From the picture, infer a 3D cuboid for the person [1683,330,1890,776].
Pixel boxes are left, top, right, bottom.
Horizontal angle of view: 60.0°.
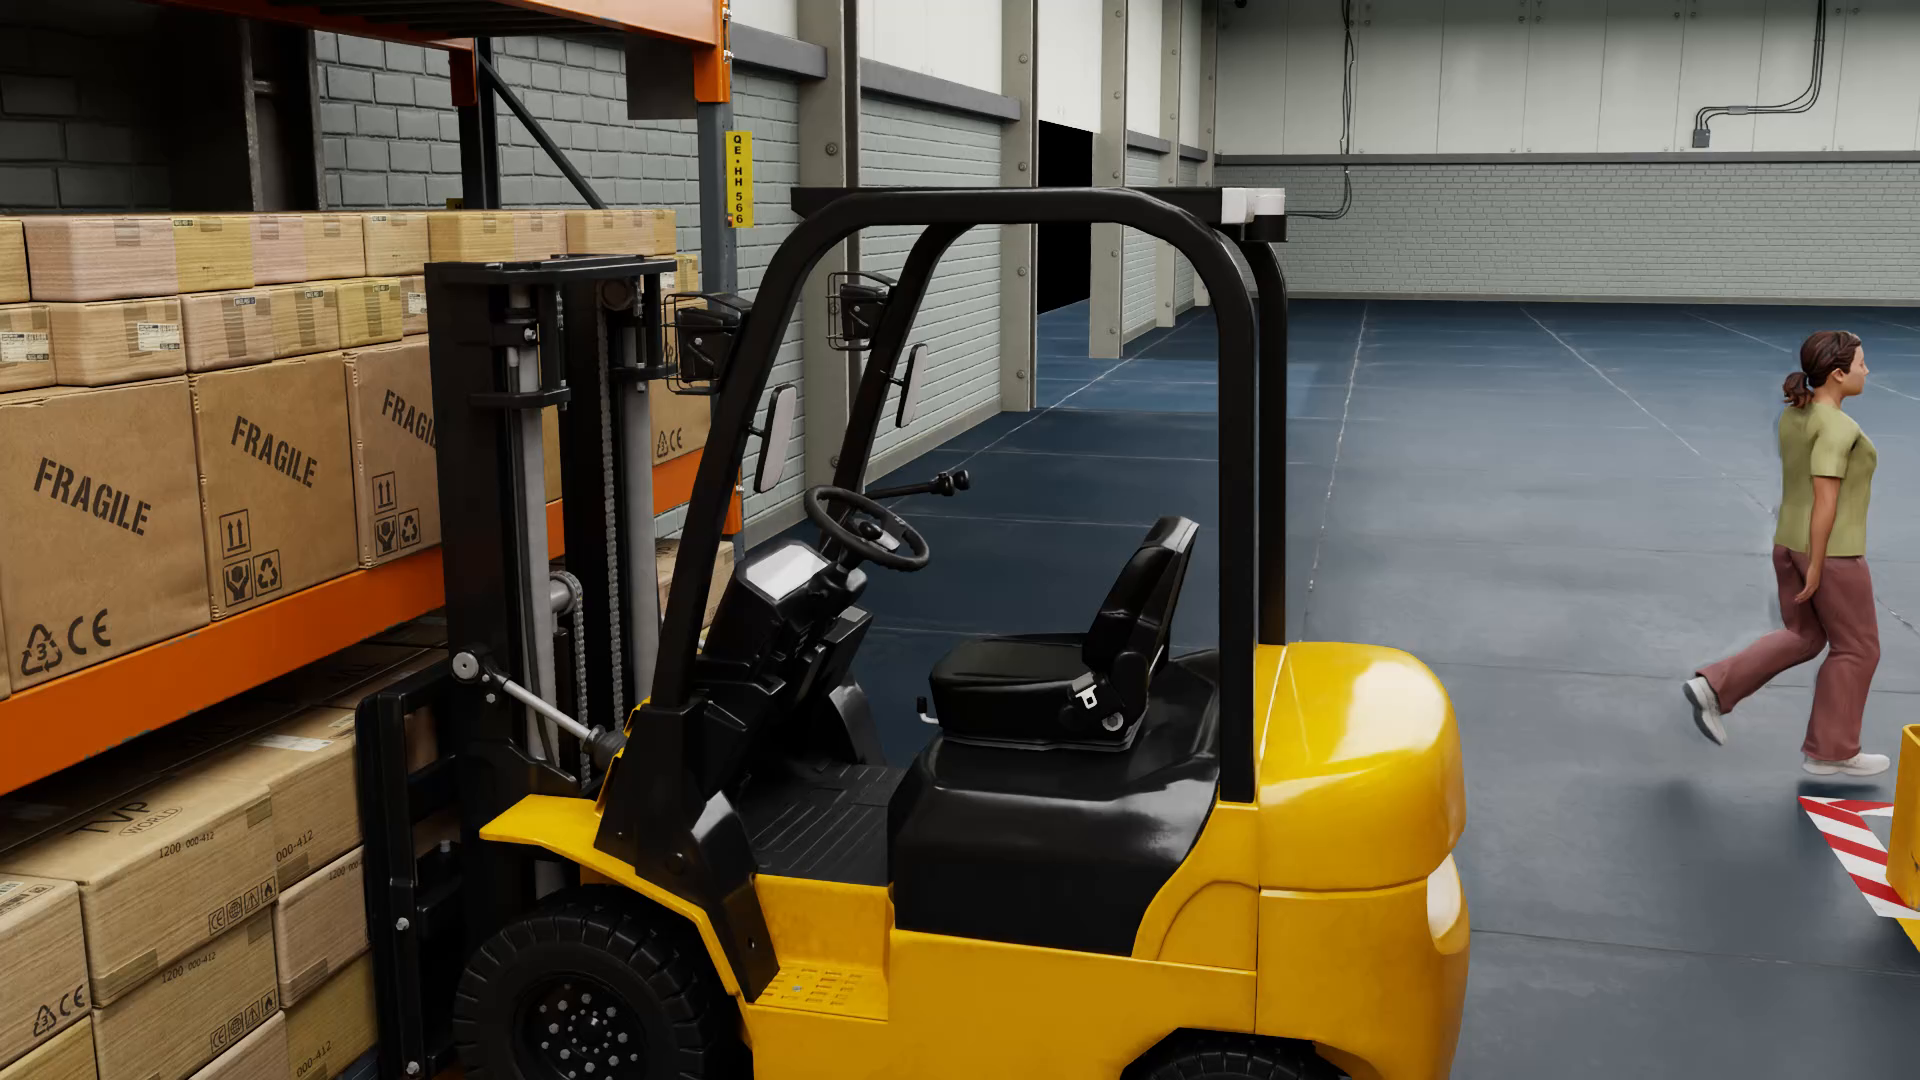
[{"bbox_3d":[3.103,0.054,6.105,0.723,1.646,0.450,0,12,-2],"label":"person"}]
